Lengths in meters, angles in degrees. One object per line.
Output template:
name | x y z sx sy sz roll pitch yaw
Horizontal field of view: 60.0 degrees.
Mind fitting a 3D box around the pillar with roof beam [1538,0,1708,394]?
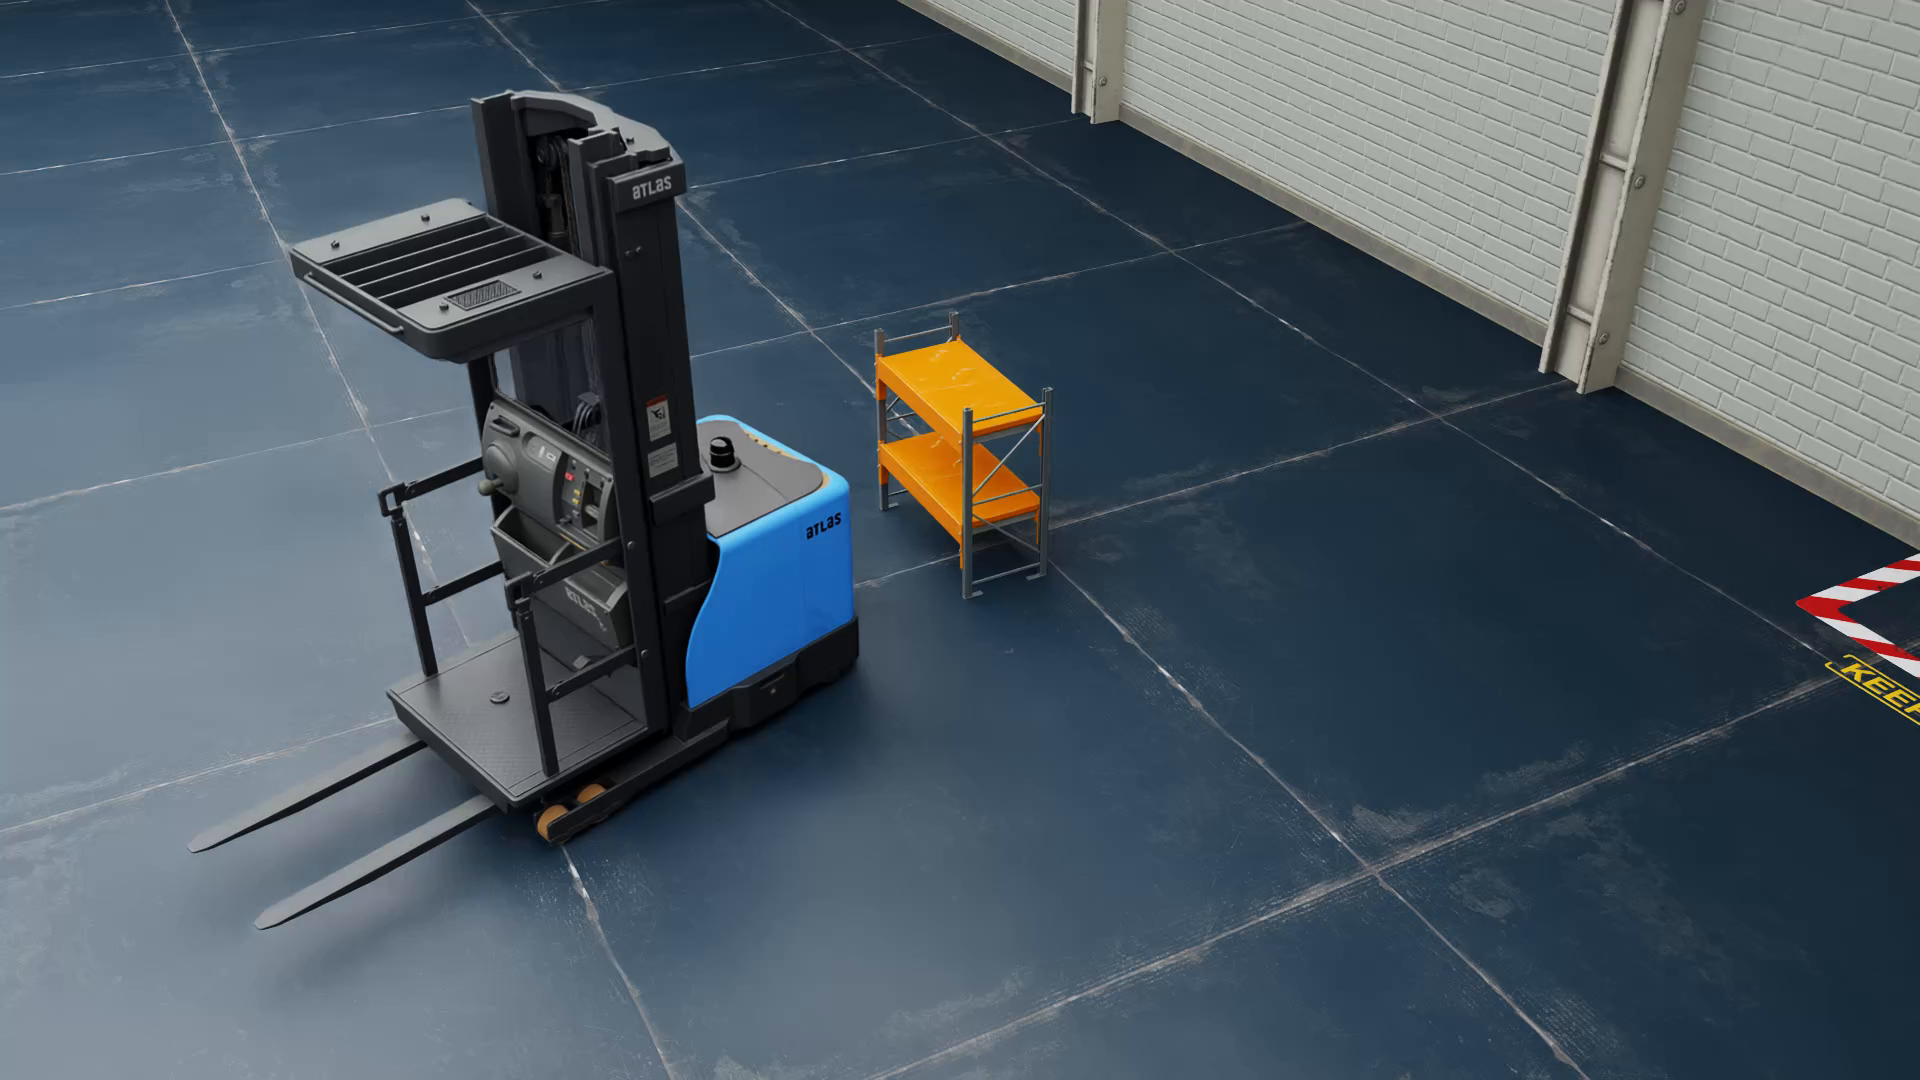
pillar with roof beam | 0.252 -3.778 6.825 9.100 9.000 0.400 -16 36 -23

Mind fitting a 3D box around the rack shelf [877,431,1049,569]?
rack shelf | 0.003 -0.265 9.092 0.538 0.278 1.000 -16 36 -23

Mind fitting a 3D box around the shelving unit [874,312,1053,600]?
shelving unit | 0.003 -0.470 8.960 0.538 1.125 1.048 -16 36 -23

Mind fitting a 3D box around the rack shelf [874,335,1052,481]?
rack shelf | 0.003 -0.717 8.802 0.538 0.278 1.000 -16 36 -23

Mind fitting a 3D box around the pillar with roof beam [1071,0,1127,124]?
pillar with roof beam | -2.546 -6.642 11.294 9.100 9.000 0.400 -16 36 -23

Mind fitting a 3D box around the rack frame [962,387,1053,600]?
rack frame | 0.240 -0.228 8.582 0.500 1.125 0.032 -16 36 -23

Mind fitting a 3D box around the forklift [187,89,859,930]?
forklift | -1.896 -0.231 6.912 1.130 2.935 3.031 28 42 36

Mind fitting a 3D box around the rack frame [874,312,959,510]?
rack frame | -0.234 -0.713 9.339 0.500 1.125 0.032 -16 36 -23
